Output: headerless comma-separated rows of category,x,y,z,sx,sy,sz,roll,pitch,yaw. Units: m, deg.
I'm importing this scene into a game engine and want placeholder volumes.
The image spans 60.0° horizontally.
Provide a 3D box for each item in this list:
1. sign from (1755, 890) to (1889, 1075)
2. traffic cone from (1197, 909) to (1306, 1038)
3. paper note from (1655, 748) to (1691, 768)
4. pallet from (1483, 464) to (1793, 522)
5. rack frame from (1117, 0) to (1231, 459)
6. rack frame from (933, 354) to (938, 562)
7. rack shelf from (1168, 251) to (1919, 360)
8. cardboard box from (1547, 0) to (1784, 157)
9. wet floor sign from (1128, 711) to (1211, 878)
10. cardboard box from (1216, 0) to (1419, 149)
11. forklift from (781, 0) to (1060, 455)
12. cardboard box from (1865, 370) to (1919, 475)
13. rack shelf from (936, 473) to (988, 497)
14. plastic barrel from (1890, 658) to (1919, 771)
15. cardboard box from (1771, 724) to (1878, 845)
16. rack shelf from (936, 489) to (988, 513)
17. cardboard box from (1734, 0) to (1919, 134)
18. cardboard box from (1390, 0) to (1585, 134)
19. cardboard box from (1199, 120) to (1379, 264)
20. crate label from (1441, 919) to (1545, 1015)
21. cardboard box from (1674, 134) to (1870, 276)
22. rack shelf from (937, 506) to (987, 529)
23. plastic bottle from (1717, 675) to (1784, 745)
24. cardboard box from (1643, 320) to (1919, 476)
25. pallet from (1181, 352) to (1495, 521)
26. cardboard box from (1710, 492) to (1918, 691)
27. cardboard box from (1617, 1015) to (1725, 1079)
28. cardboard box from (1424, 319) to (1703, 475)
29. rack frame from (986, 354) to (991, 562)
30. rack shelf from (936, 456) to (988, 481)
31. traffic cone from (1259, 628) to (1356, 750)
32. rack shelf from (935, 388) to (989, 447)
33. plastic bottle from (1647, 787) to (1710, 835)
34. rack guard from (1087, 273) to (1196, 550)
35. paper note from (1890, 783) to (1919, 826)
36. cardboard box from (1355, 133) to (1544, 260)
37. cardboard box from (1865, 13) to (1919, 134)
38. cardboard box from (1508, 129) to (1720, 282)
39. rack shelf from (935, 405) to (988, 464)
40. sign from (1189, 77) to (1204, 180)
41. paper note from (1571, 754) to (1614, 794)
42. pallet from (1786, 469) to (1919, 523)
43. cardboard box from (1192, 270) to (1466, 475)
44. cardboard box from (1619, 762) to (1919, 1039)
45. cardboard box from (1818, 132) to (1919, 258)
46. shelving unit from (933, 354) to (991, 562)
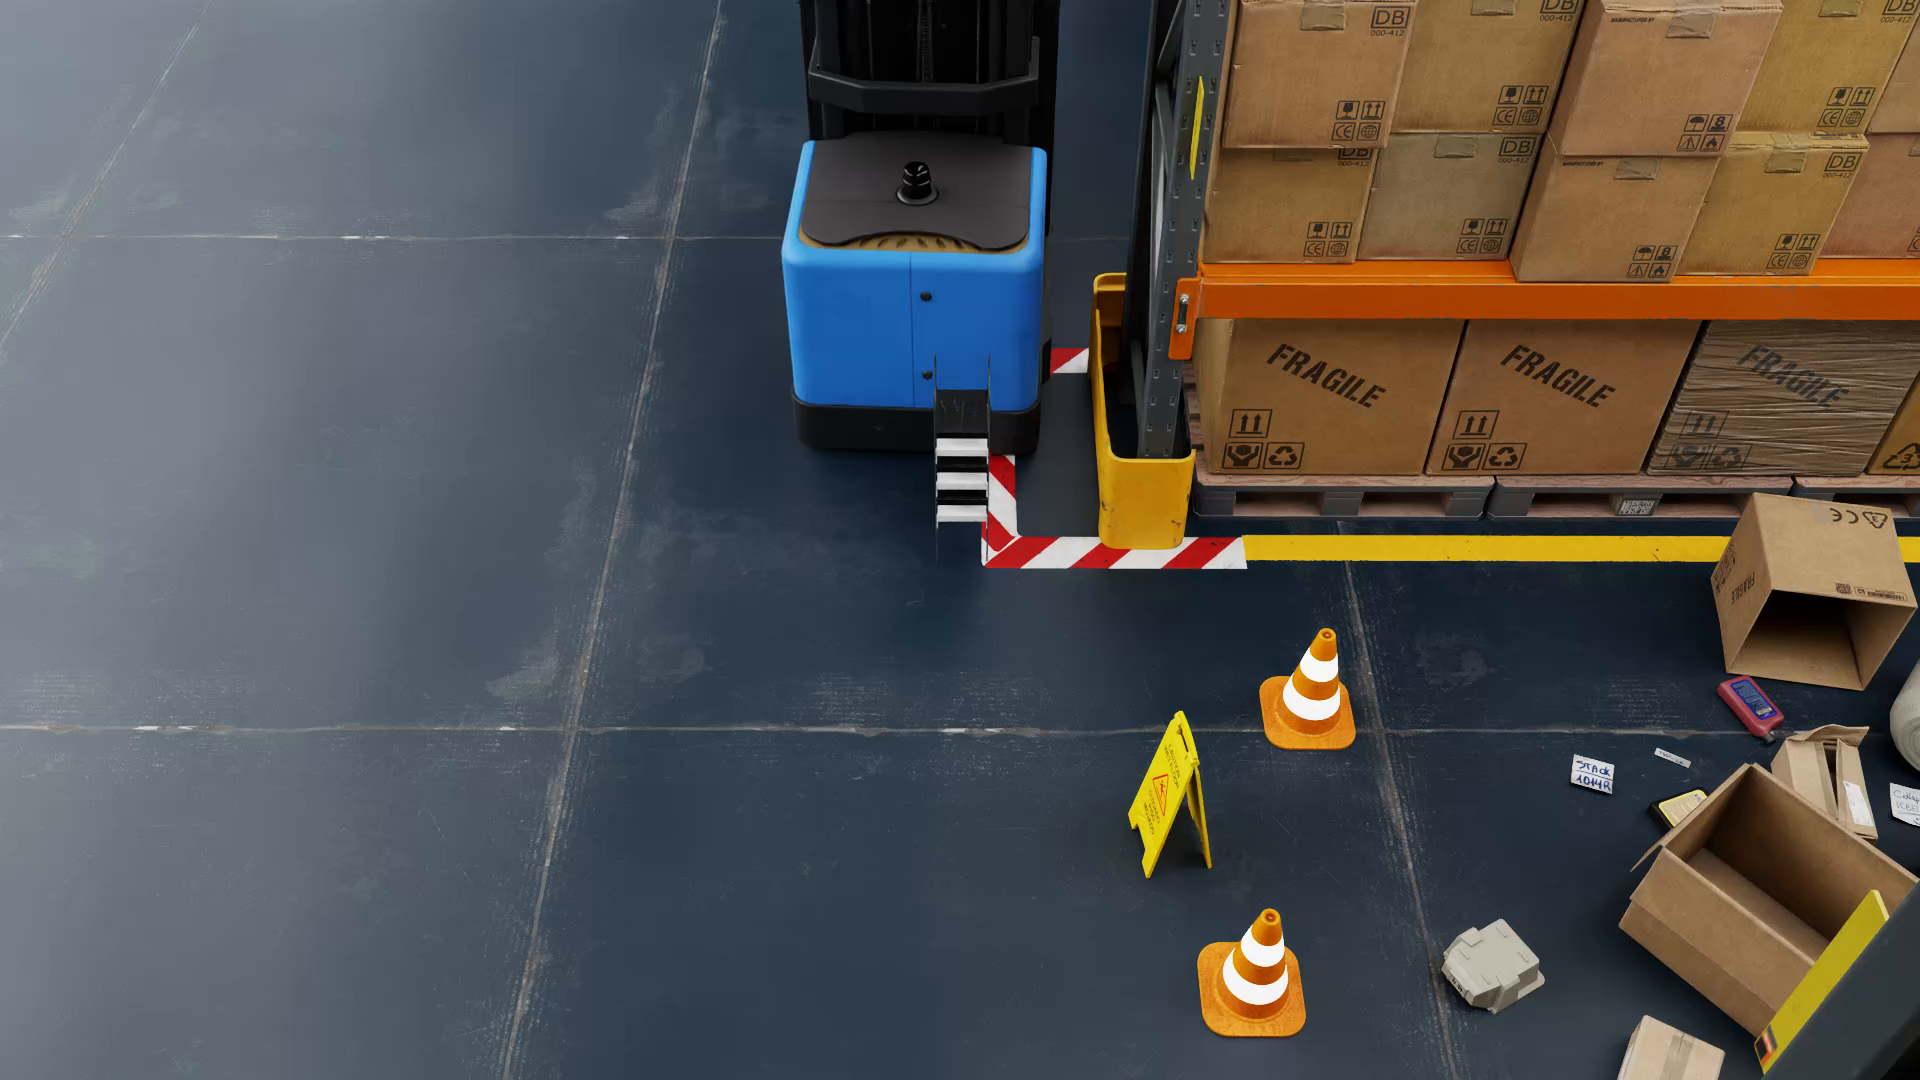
sign,0.877,0.481,1.679,0.005,0.325,0.100,0,47,0
traffic cone,0.954,1.319,5.287,0.334,0.463,0.336,0,47,0
paper note,2.607,0.797,6.082,0.123,0.001,0.032,23,51,20
pallet,2.789,-0.512,7.163,1.213,0.211,1.003,0,47,0
rack frame,0.772,-1.412,6.096,0.127,3.000,1.000,0,47,0
rack frame,-0.094,-0.307,6.502,0.006,0.900,0.240,0,47,0
rack shelf,2.772,-1.162,6.354,4.000,0.370,1.077,0,47,0
cardboard box,2.253,-1.767,5.586,0.550,0.550,0.875,0,47,0
wet floor sign,0.736,0.839,5.609,0.232,0.644,0.267,-7,47,-7
cardboard box,1.143,-1.802,5.619,0.550,0.550,0.875,0,47,0
forklift,-0.111,-2.433,7.093,1.130,2.935,3.031,2,47,2
cardboard box,4.143,-0.874,6.759,0.875,0.875,0.875,1,47,1
rack shelf,0.008,-0.284,6.526,0.200,0.077,0.258,0,47,0
plastic barrel,3.632,0.596,5.987,0.421,0.421,0.512,32,55,26
cardboard box,3.046,0.873,5.836,0.258,0.266,0.396,8,48,7
rack shelf,0.008,-0.223,6.592,0.200,0.077,0.258,0,47,0
cardboard box,2.783,-1.861,5.673,0.500,0.550,0.875,0,47,0
cardboard box,1.693,-1.868,5.680,0.550,0.550,0.875,0,47,0
cardboard box,1.143,-1.496,6.071,0.550,0.550,0.875,0,47,0
crate label,1.740,1.387,5.446,0.298,0.136,0.250,-23,51,-20
cardboard box,2.783,-1.446,6.025,0.500,0.550,0.875,0,47,0
rack shelf,0.008,-0.161,6.657,0.200,0.077,0.258,0,47,0
plastic bottle,2.966,0.636,6.197,0.133,0.061,0.283,-15,49,-13
cardboard box,3.242,-0.873,6.759,0.875,0.875,0.875,0,47,0
pallet,1.572,-0.517,7.168,1.213,0.211,1.003,0,47,0
cardboard box,3.216,0.196,6.305,0.500,0.500,0.500,8,48,7
cardboard box,2.172,1.707,5.140,0.250,0.149,0.380,23,51,20
cardboard box,2.330,-0.877,6.763,0.875,0.875,0.875,-1,47,0
rack frame,0.110,-0.306,6.501,0.006,0.900,0.240,0,47,0
rack shelf,0.008,-0.345,6.460,0.200,0.077,0.258,0,47,0
traffic cone,1.298,0.493,6.056,0.334,0.463,0.336,0,47,0
rack shelf,0.008,-0.468,6.328,0.200,0.077,0.258,0,47,0
plastic bottle,2.599,0.956,5.899,0.283,0.061,0.133,-15,49,-13
rack guard,0.748,-0.561,7.011,0.348,0.500,1.175,0,47,0
paper note,3.407,0.948,5.932,0.155,0.023,0.172,15,49,14
cardboard box,1.693,-1.510,6.085,0.550,0.550,0.875,0,47,0
cardboard box,3.313,-1.865,5.677,0.550,0.550,0.875,0,47,0
cardboard box,2.253,-1.417,5.998,0.550,0.550,0.875,0,47,0
rack shelf,0.008,-0.407,6.394,0.200,0.077,0.258,0,47,0
sign,0.764,-1.328,5.372,0.005,0.325,0.100,0,47,0
paper note,2.292,0.847,6.023,0.142,0.017,0.144,15,49,14
pallet,4.012,-0.511,7.162,1.213,0.211,1.003,0,47,0
cardboard box,1.450,-0.878,6.764,0.875,0.875,0.875,0,47,0
cardboard box,2.621,1.213,5.358,0.637,0.503,0.797,-31,54,-26
cardboard box,3.313,-1.517,6.092,0.550,0.550,0.875,0,47,0
shelving unit,0.008,-0.307,6.501,0.210,0.900,0.258,0,47,0
